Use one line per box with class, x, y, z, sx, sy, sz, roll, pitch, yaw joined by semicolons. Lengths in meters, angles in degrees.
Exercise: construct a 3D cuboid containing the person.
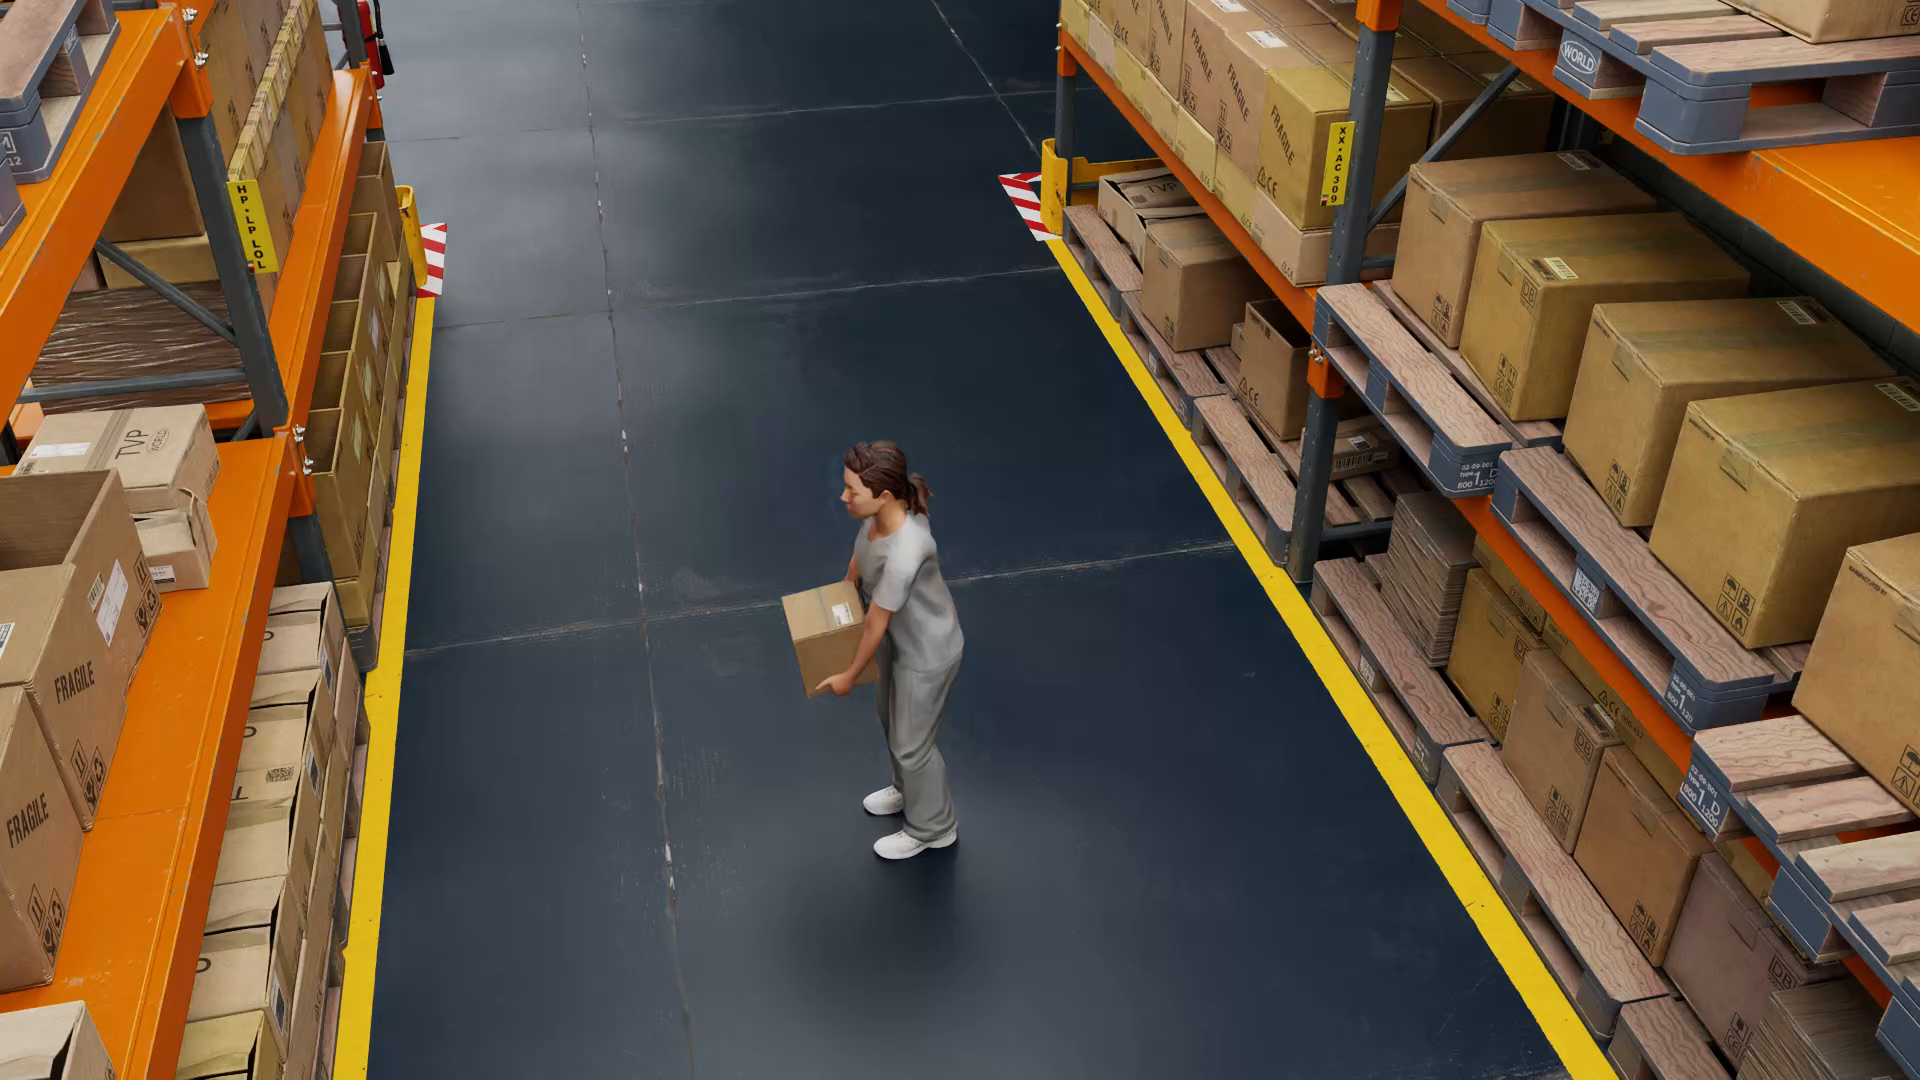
person;-0.251;0.381;5.611;0.521;1.658;0.409;-8;35;-11
